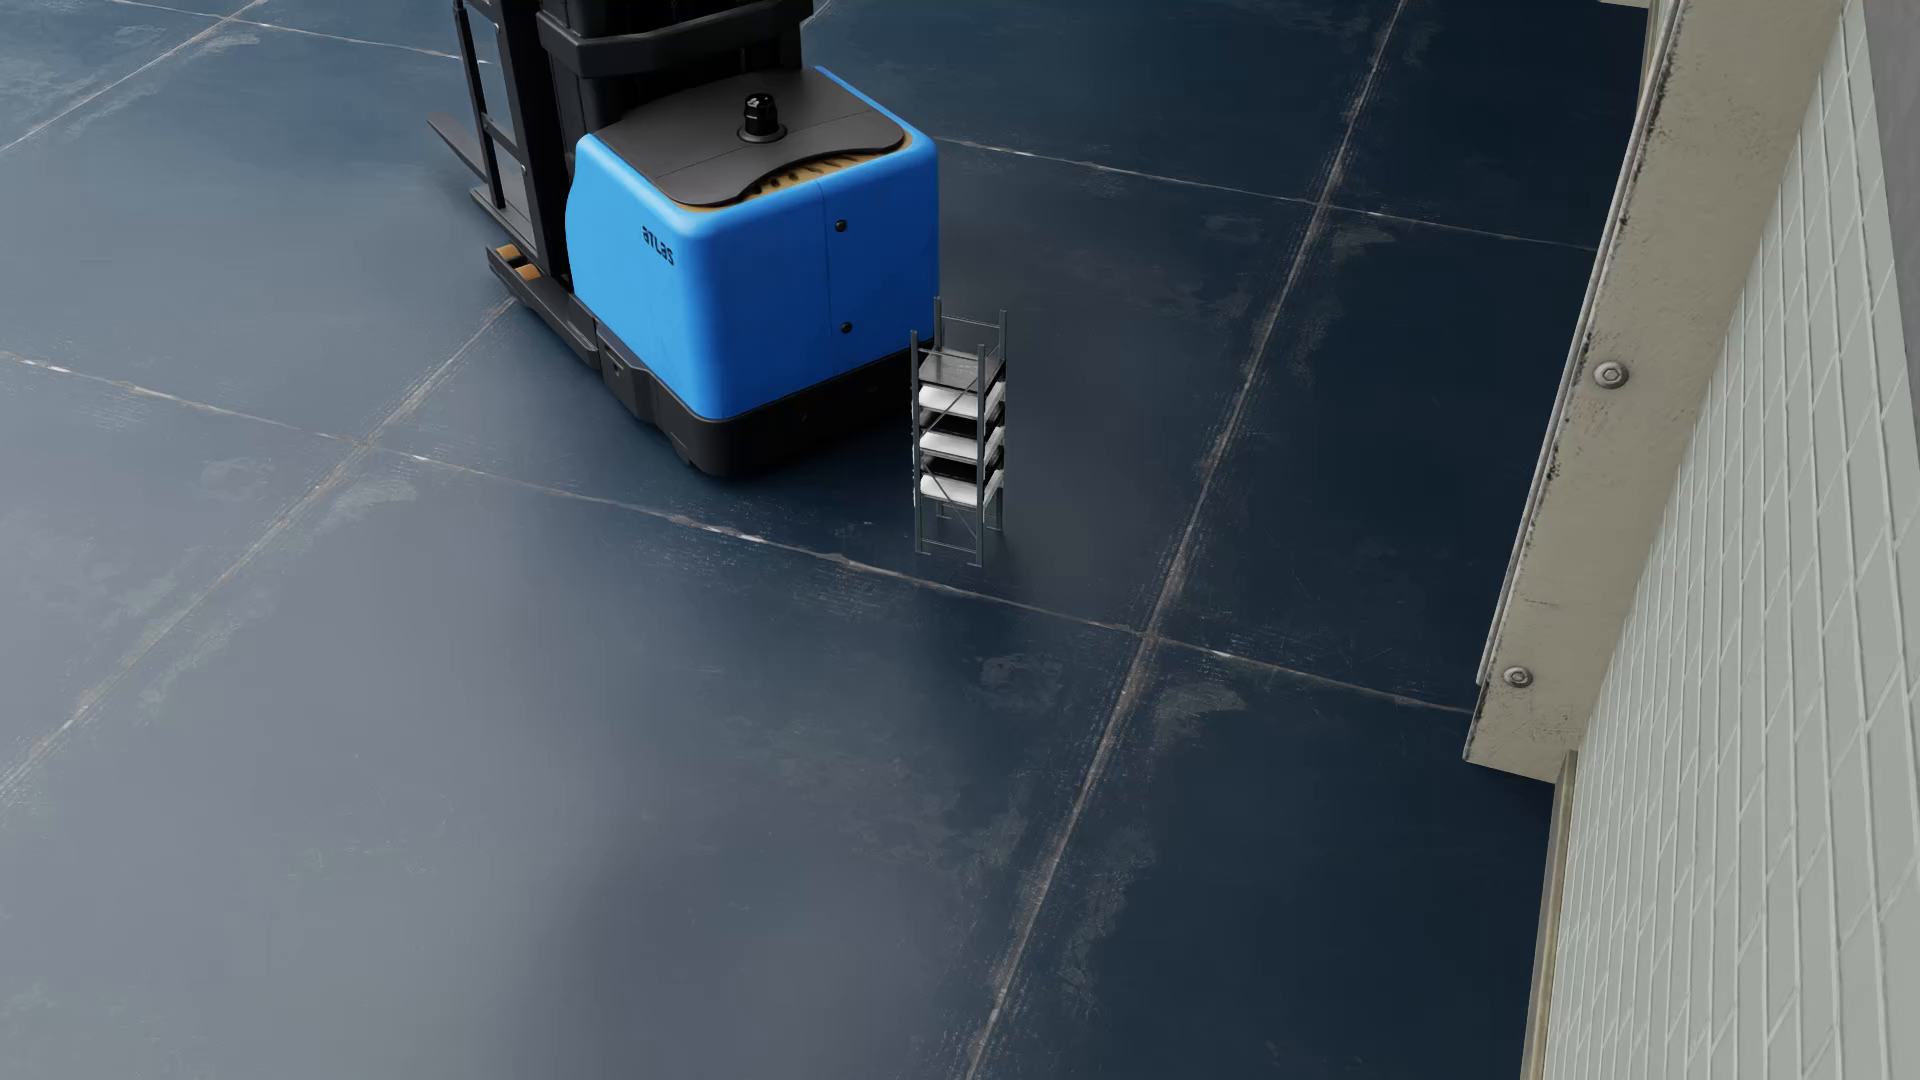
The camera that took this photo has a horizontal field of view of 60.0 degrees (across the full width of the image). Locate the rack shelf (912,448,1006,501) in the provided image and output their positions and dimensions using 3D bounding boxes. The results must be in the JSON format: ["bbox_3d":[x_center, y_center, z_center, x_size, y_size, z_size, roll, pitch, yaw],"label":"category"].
[{"bbox_3d":[-0.003,-0.244,5.532,0.258,0.077,0.200,13,42,15],"label":"rack shelf"}]

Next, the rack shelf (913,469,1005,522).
[{"bbox_3d":[-0.003,-0.175,5.591,0.258,0.077,0.200,13,42,15],"label":"rack shelf"}]

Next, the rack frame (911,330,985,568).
[{"bbox_3d":[-0.038,-0.275,5.379,0.240,0.900,0.006,13,42,15],"label":"rack frame"}]

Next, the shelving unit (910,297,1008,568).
[{"bbox_3d":[-0.003,-0.337,5.452,0.258,0.900,0.210,13,42,15],"label":"shelving unit"}]

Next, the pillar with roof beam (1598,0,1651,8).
[{"bbox_3d":[-0.277,-7.466,7.568,9.100,9.000,0.400,13,42,15],"label":"pillar with roof beam"}]

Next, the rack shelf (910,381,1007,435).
[{"bbox_3d":[-0.003,-0.449,5.357,0.258,0.077,0.200,13,42,15],"label":"rack shelf"}]

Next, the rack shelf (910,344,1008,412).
[{"bbox_3d":[-0.003,-0.517,5.299,0.258,0.077,0.200,13,42,15],"label":"rack shelf"}]

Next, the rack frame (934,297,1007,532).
[{"bbox_3d":[0.032,-0.399,5.525,0.240,0.900,0.006,13,42,15],"label":"rack frame"}]

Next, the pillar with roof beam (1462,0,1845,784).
[{"bbox_3d":[-2.329,-3.807,3.279,9.100,9.000,0.400,13,42,15],"label":"pillar with roof beam"}]

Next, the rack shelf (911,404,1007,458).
[{"bbox_3d":[-0.003,-0.381,5.415,0.258,0.077,0.200,13,42,15],"label":"rack shelf"}]

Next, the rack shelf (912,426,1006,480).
[{"bbox_3d":[-0.003,-0.312,5.474,0.258,0.077,0.200,13,42,15],"label":"rack shelf"}]

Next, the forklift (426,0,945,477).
[{"bbox_3d":[-1.326,-2.254,6.133,1.130,2.935,3.031,-25,46,-26],"label":"forklift"}]
